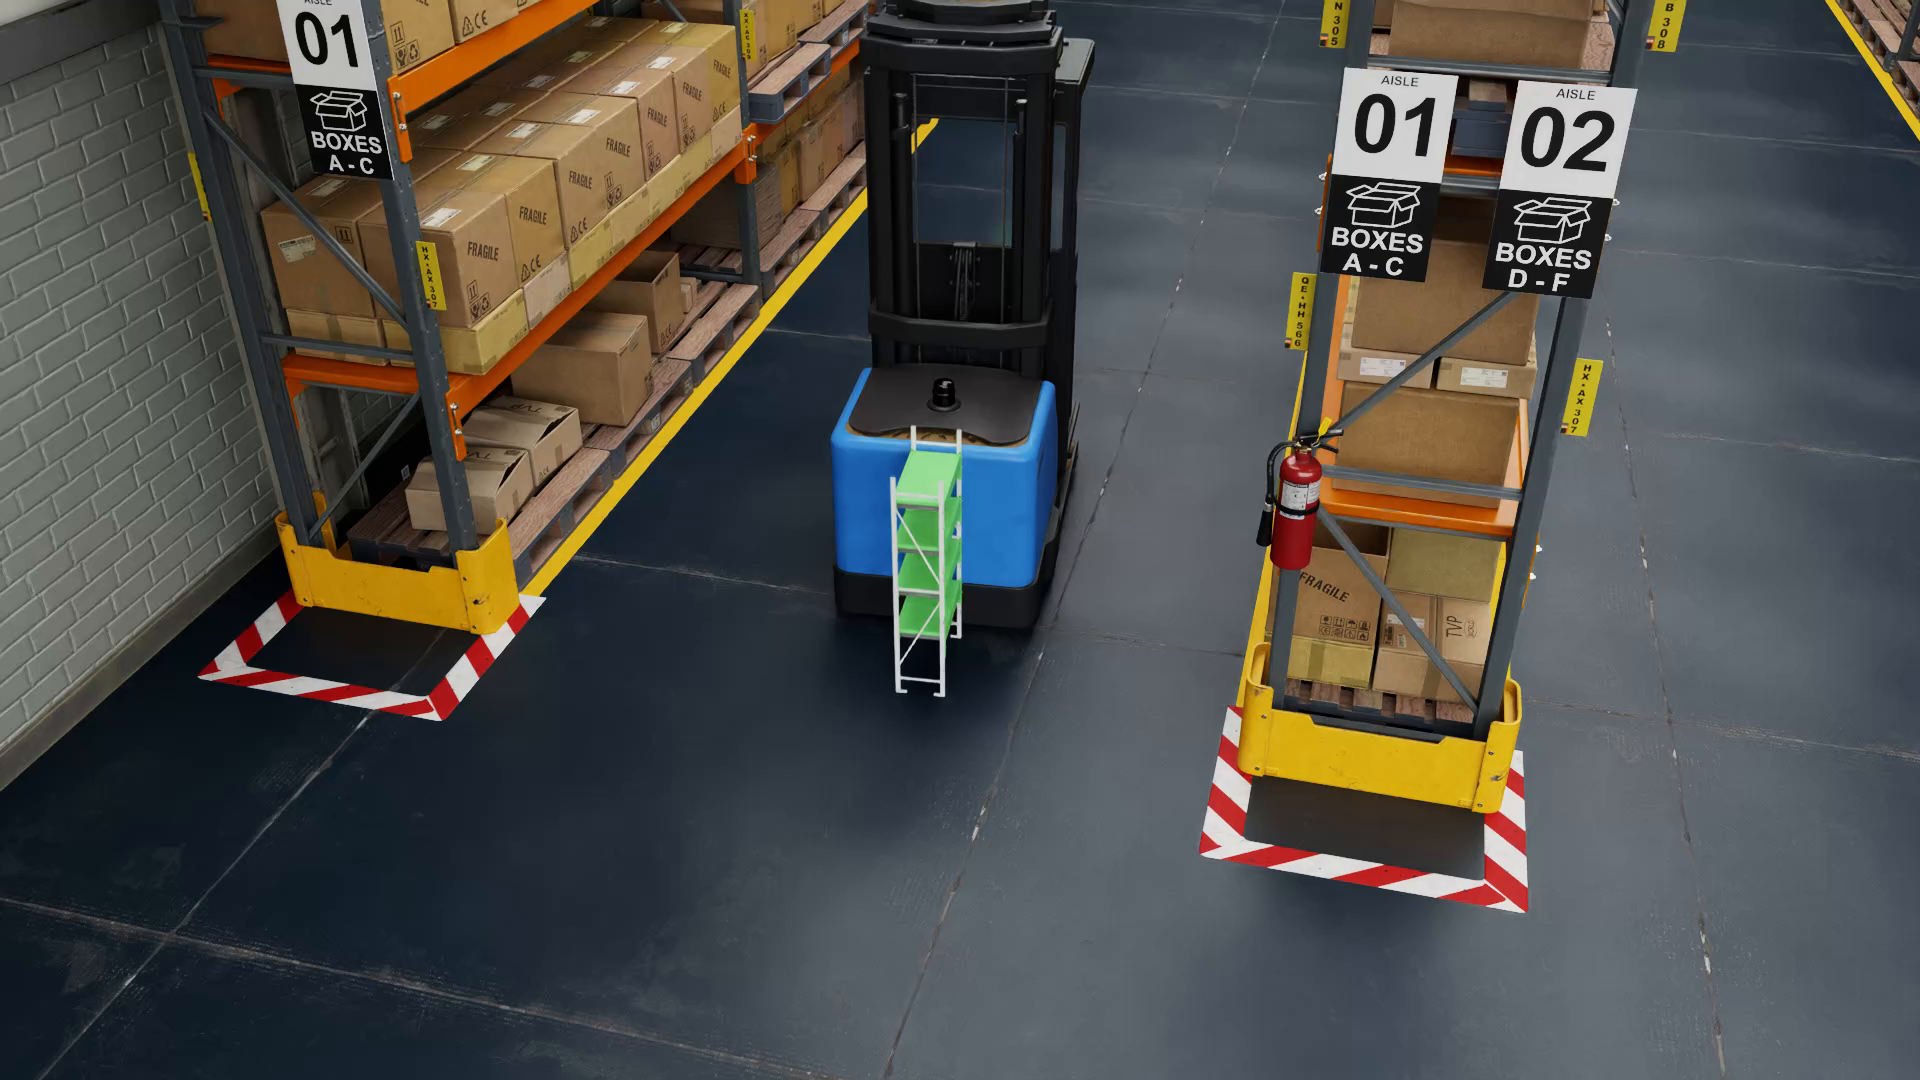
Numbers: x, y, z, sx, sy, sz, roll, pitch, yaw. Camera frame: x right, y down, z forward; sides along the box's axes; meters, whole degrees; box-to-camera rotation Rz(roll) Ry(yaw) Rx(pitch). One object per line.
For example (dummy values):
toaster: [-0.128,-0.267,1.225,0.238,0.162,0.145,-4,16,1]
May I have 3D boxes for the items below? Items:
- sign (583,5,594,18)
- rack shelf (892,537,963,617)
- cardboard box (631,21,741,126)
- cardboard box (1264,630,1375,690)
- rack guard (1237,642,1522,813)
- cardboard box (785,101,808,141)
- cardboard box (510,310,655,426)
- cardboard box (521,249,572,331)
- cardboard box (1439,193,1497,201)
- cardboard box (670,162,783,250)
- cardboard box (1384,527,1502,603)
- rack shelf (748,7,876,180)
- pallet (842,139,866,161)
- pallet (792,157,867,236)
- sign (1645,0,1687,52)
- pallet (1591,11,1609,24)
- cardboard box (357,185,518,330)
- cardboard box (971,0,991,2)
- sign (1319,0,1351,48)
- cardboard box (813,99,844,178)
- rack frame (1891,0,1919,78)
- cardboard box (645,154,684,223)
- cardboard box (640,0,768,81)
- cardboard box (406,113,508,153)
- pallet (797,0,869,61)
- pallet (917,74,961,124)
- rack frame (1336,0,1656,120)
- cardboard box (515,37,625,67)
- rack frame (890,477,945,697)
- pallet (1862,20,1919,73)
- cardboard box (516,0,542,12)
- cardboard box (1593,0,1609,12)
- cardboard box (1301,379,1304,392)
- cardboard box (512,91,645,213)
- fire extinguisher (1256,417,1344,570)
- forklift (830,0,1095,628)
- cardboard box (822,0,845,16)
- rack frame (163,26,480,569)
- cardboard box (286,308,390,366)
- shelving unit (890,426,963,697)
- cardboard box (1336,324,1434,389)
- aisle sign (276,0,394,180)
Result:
sign: [-2.444,-3.541,10.945,0.100,0.325,0.005,8,33,12]
rack shelf: [-0.152,0.163,7.994,0.258,0.148,0.480,5,33,8]
cardboard box: [-1.727,-2.953,10.521,0.500,0.500,0.500,8,33,12]
cardboard box: [1.721,0.434,7.943,0.500,0.250,0.500,8,33,12]
rack guard: [1.865,0.837,7.468,1.175,0.500,0.348,8,33,12]
cardboard box: [-1.499,-3.310,12.881,0.500,0.250,0.500,7,33,11]
cardboard box: [-2.280,-1.050,10.026,0.700,0.500,0.500,6,33,9]
cardboard box: [-2.373,-1.330,8.667,0.500,0.250,0.500,7,33,11]
cardboard box: [2.143,-1.362,7.294,0.700,0.500,0.500,7,33,11]
cardboard box: [-1.736,-2.494,12.297,0.700,0.500,0.500,9,34,14]
cardboard box: [2.347,-0.072,8.039,0.500,0.500,0.500,8,33,12]
rack shelf: [-1.399,-3.713,12.965,1.077,0.370,4.000,8,33,12]
pallet: [-1.091,-3.472,14.515,1.003,0.211,1.213,8,33,12]
pallet: [-1.403,-2.841,13.523,1.003,0.211,1.213,8,33,12]
sign: [2.406,-1.820,5.633,0.100,0.325,0.005,8,33,12]
pallet: [2.383,-2.458,7.606,1.003,0.211,1.213,8,33,12]
cardboard box: [-2.510,-1.372,8.034,0.500,0.500,0.500,8,33,12]
cardboard box: [-0.138,-5.584,16.849,0.750,0.750,0.750,9,34,14]
sign: [1.350,-1.918,5.923,0.100,0.325,0.005,8,33,12]
cardboard box: [-1.366,-3.291,13.551,0.700,0.500,0.500,8,33,12]
rack frame: [9.706,-5.781,15.548,1.000,3.000,0.127,8,33,12]
cardboard box: [-1.981,-2.116,9.904,0.500,0.250,0.500,8,33,12]
cardboard box: [-1.744,-3.466,11.403,0.700,0.500,0.500,8,33,13]
cardboard box: [-2.743,-1.967,8.970,0.500,0.500,0.500,7,33,11]
pallet: [-1.354,-3.941,12.832,1.003,0.211,1.213,8,33,12]
pallet: [-0.618,-4.277,15.780,1.003,0.211,1.213,8,33,12]
rack frame: [1.871,-2.762,5.207,1.000,3.000,0.127,8,33,12]
cardboard box: [-2.363,-2.757,10.213,0.500,0.500,0.500,8,33,12]
rack frame: [-0.192,0.238,7.756,0.240,1.200,0.015,5,33,8]
pallet: [9.856,-4.991,16.905,1.003,0.211,1.213,8,33,12]
cardboard box: [-2.296,-2.903,8.113,0.500,0.500,0.500,10,34,15]
cardboard box: [2.557,-2.600,7.132,0.500,0.500,0.500,8,33,12]
cardboard box: [2.087,-0.663,8.969,0.500,0.500,0.500,8,33,12]
cardboard box: [-2.118,-2.163,9.279,0.500,0.500,0.500,9,34,14]
fire extinguisher: [1.392,-0.200,6.841,0.296,0.674,0.183,8,33,12]
forklift: [0.102,-1.568,8.985,1.130,2.935,3.031,5,33,8]
cardboard box: [-1.296,-4.388,12.852,0.700,0.500,0.500,8,33,12]
rack frame: [-2.922,-0.903,7.875,1.000,3.000,0.127,8,33,12]
cardboard box: [-2.990,-1.117,8.333,0.500,0.250,0.500,8,33,13]
shelving unit: [-0.152,0.109,7.960,0.258,1.200,0.503,5,33,8]
cardboard box: [1.784,-0.771,6.969,0.380,0.149,0.250,7,33,12]
aisle sign: [-2.650,-1.922,7.054,0.394,0.787,0.004,8,33,12]
